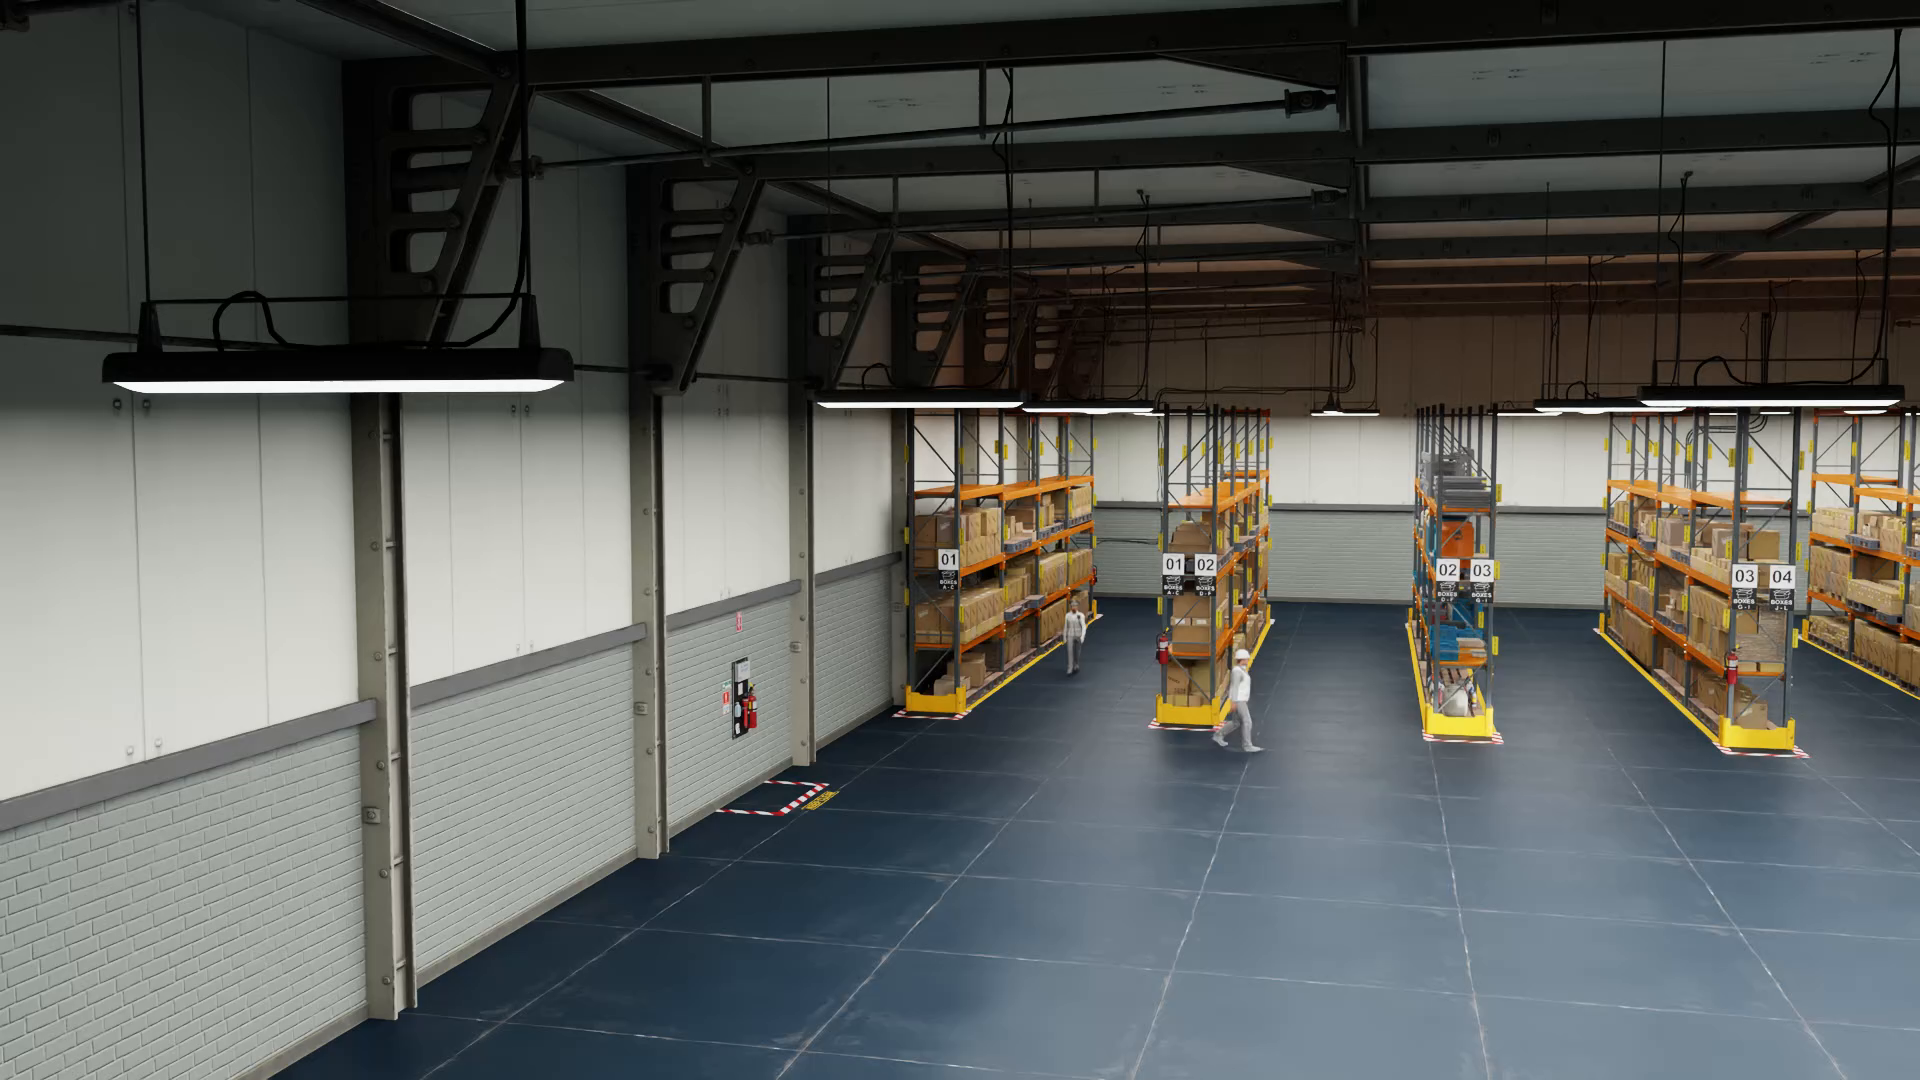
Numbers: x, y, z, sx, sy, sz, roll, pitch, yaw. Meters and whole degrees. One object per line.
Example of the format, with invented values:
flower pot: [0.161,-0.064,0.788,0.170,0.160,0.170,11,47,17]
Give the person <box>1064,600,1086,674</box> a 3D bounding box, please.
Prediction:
person: [2.596,2.157,37.445,0.496,1.618,1.042,0,4,-1]

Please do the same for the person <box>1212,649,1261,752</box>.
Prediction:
person: [4.786,2.763,28.744,0.832,1.753,0.547,1,4,10]
